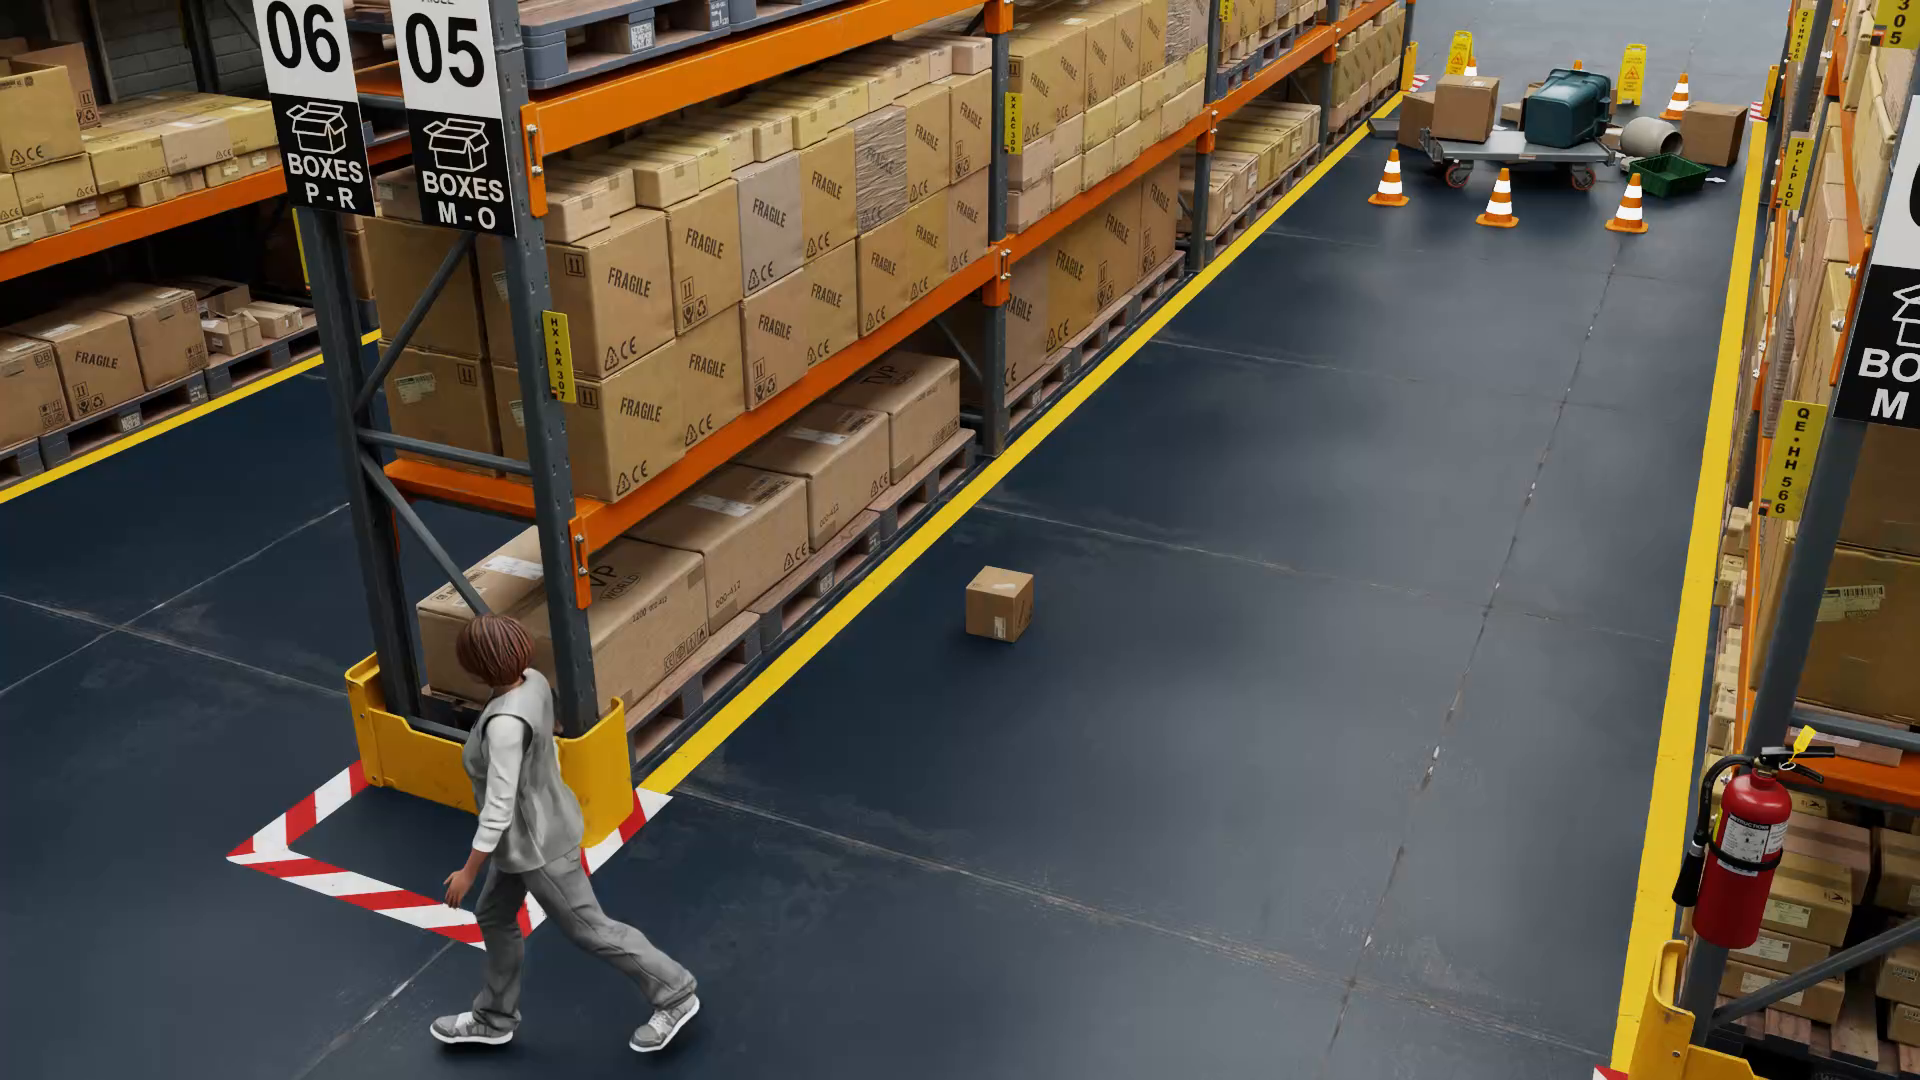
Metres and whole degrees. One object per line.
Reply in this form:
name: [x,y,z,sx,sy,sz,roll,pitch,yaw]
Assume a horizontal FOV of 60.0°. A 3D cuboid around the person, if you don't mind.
person: [-1.316,0.943,5.235,0.889,1.554,0.468,-4,27,-8]
